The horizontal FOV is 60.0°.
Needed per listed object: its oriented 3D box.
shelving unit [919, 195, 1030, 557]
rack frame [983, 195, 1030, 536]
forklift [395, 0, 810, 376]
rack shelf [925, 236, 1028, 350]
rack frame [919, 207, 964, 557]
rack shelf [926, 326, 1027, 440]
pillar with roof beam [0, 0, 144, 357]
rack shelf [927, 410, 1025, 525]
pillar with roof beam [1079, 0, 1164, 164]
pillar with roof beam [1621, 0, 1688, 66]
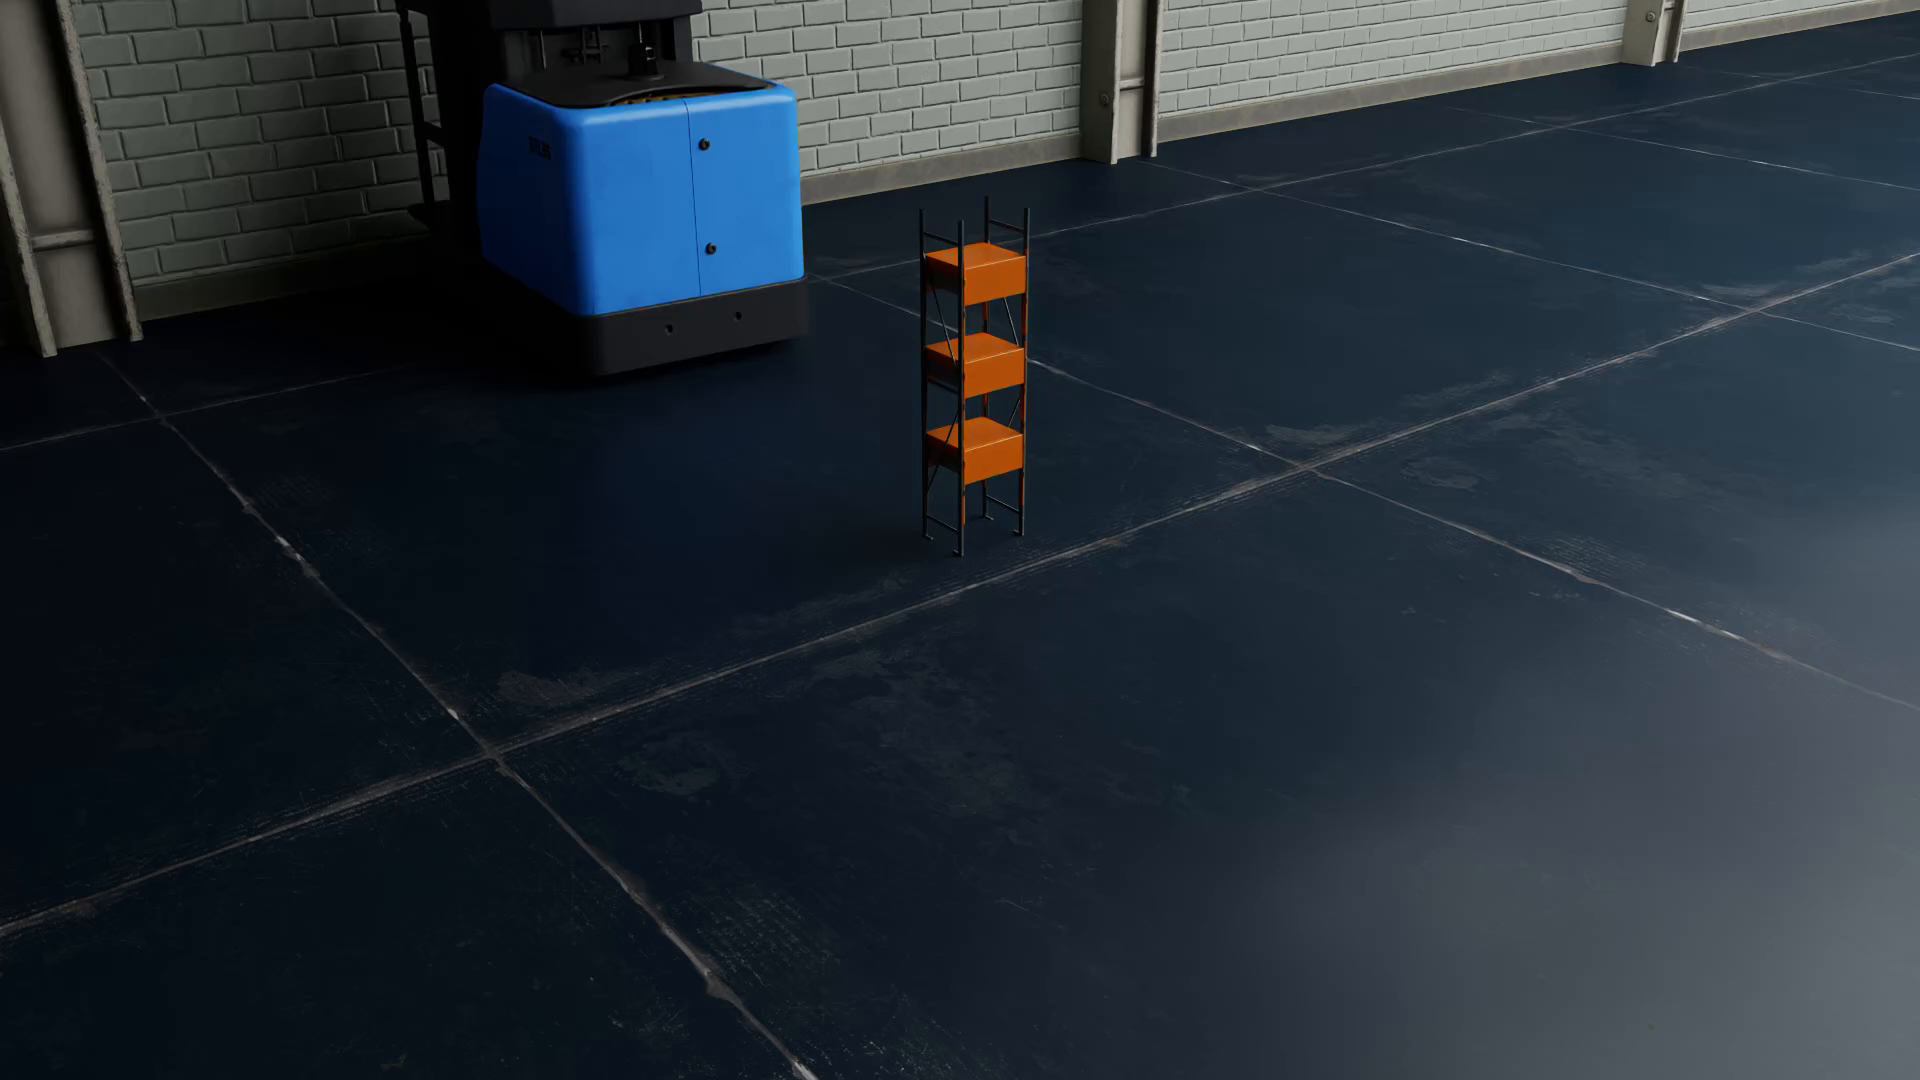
[{"bbox_3d":[0.042,-0.490,5.059,0.252,1.050,0.215,-18,31,-34],"label":"shelving unit"},{"bbox_3d":[0.138,-0.522,5.127,0.008,1.050,0.200,-18,31,-34],"label":"rack frame"},{"bbox_3d":[-1.871,-2.531,7.223,1.130,2.935,3.031,-16,29,-31],"label":"forklift"},{"bbox_3d":[0.042,-0.738,4.944,0.240,0.259,0.215,-18,31,-34],"label":"rack shelf"},{"bbox_3d":[-0.054,-0.458,4.991,0.008,1.050,0.200,-18,31,-34],"label":"rack frame"},{"bbox_3d":[0.042,-0.481,5.063,0.240,0.259,0.215,-18,31,-34],"label":"rack shelf"},{"bbox_3d":[-1.076,-3.512,2.127,0.400,9.000,9.100,-18,31,-34],"label":"pillar with roof beam"},{"bbox_3d":[0.042,-0.228,5.180,0.240,0.259,0.215,-18,31,-34],"label":"rack shelf"},{"bbox_3d":[3.646,-5.070,5.486,0.400,9.000,9.100,-18,31,-34],"label":"pillar with roof beam"},{"bbox_3d":[8.367,-6.629,8.844,0.400,9.000,9.100,-18,31,-34],"label":"pillar with roof beam"}]
